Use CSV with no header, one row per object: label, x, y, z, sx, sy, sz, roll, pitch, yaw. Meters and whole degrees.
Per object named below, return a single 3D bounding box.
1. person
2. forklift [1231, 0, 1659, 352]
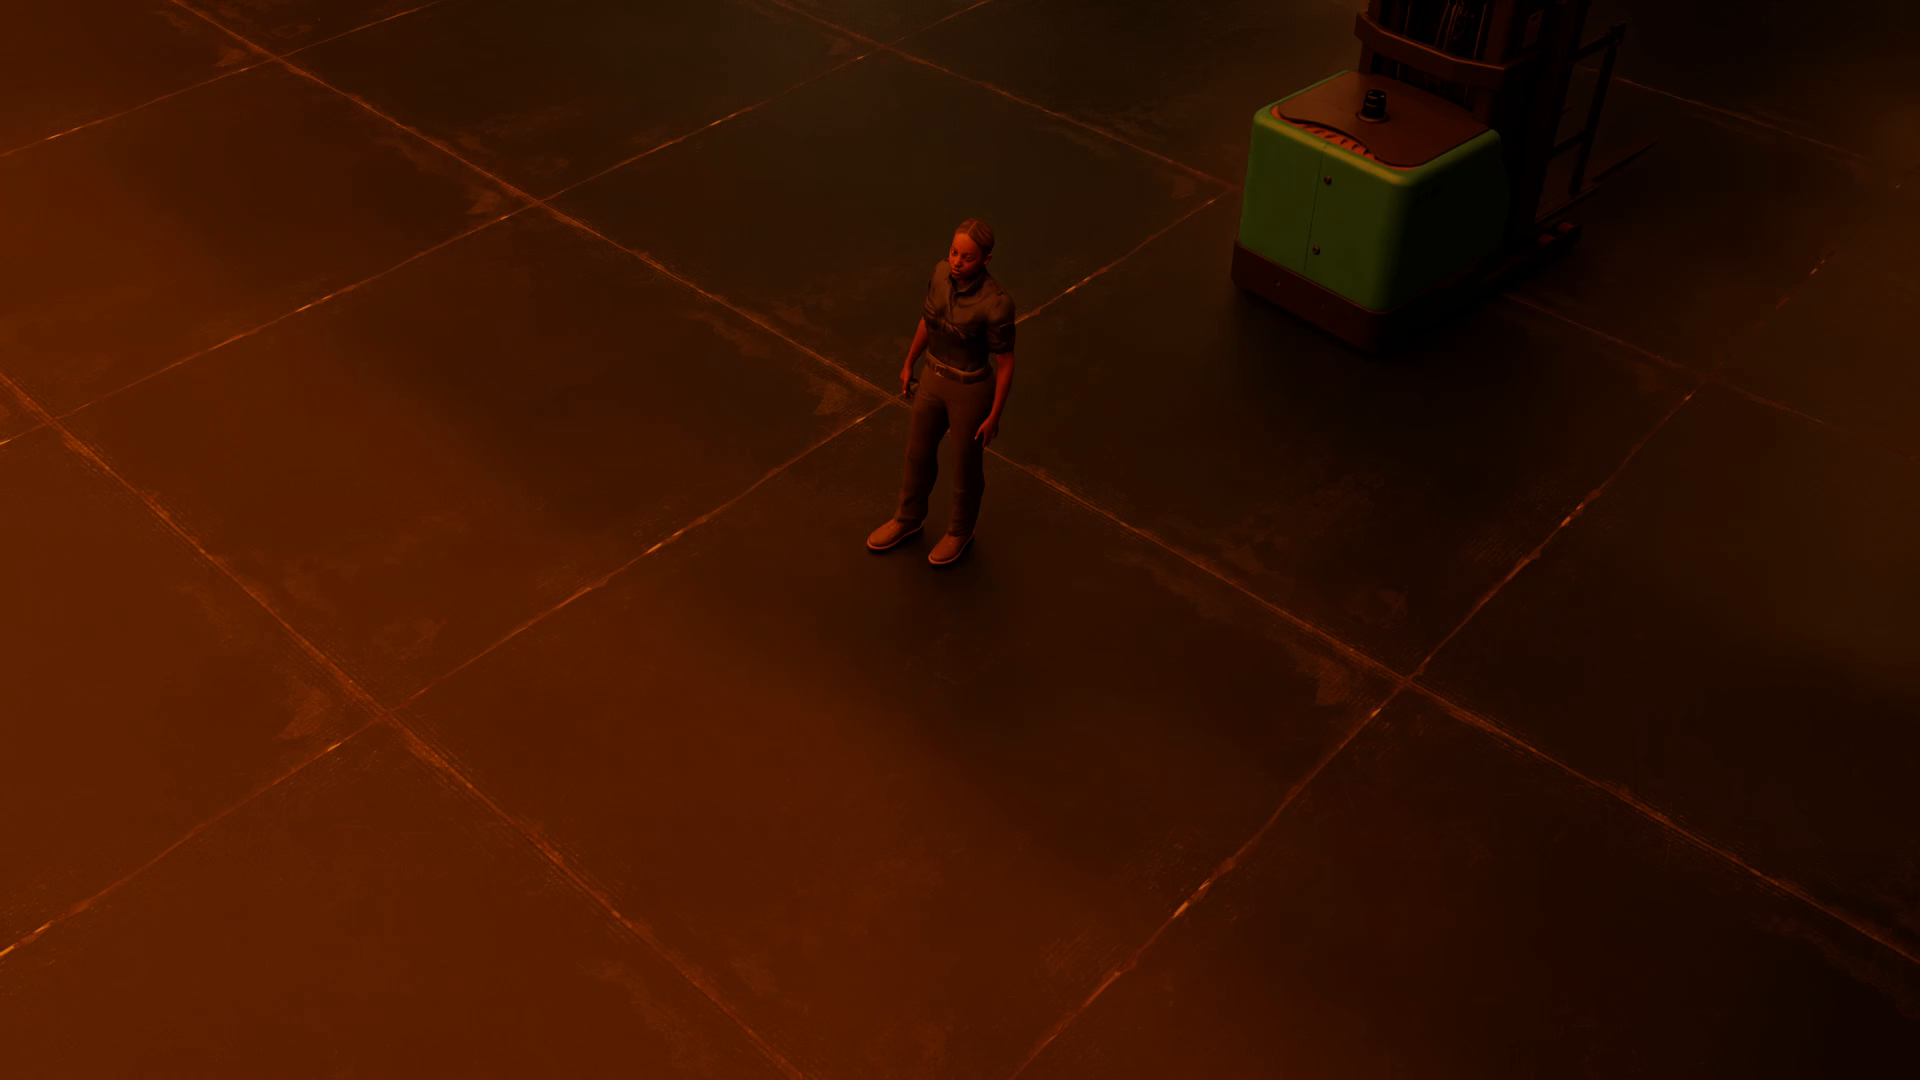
person,-0.075,-0.564,7.129,0.567,1.558,0.504,31,49,31
forklift,2.946,-2.925,8.838,3.031,2.935,1.130,-30,49,-30
